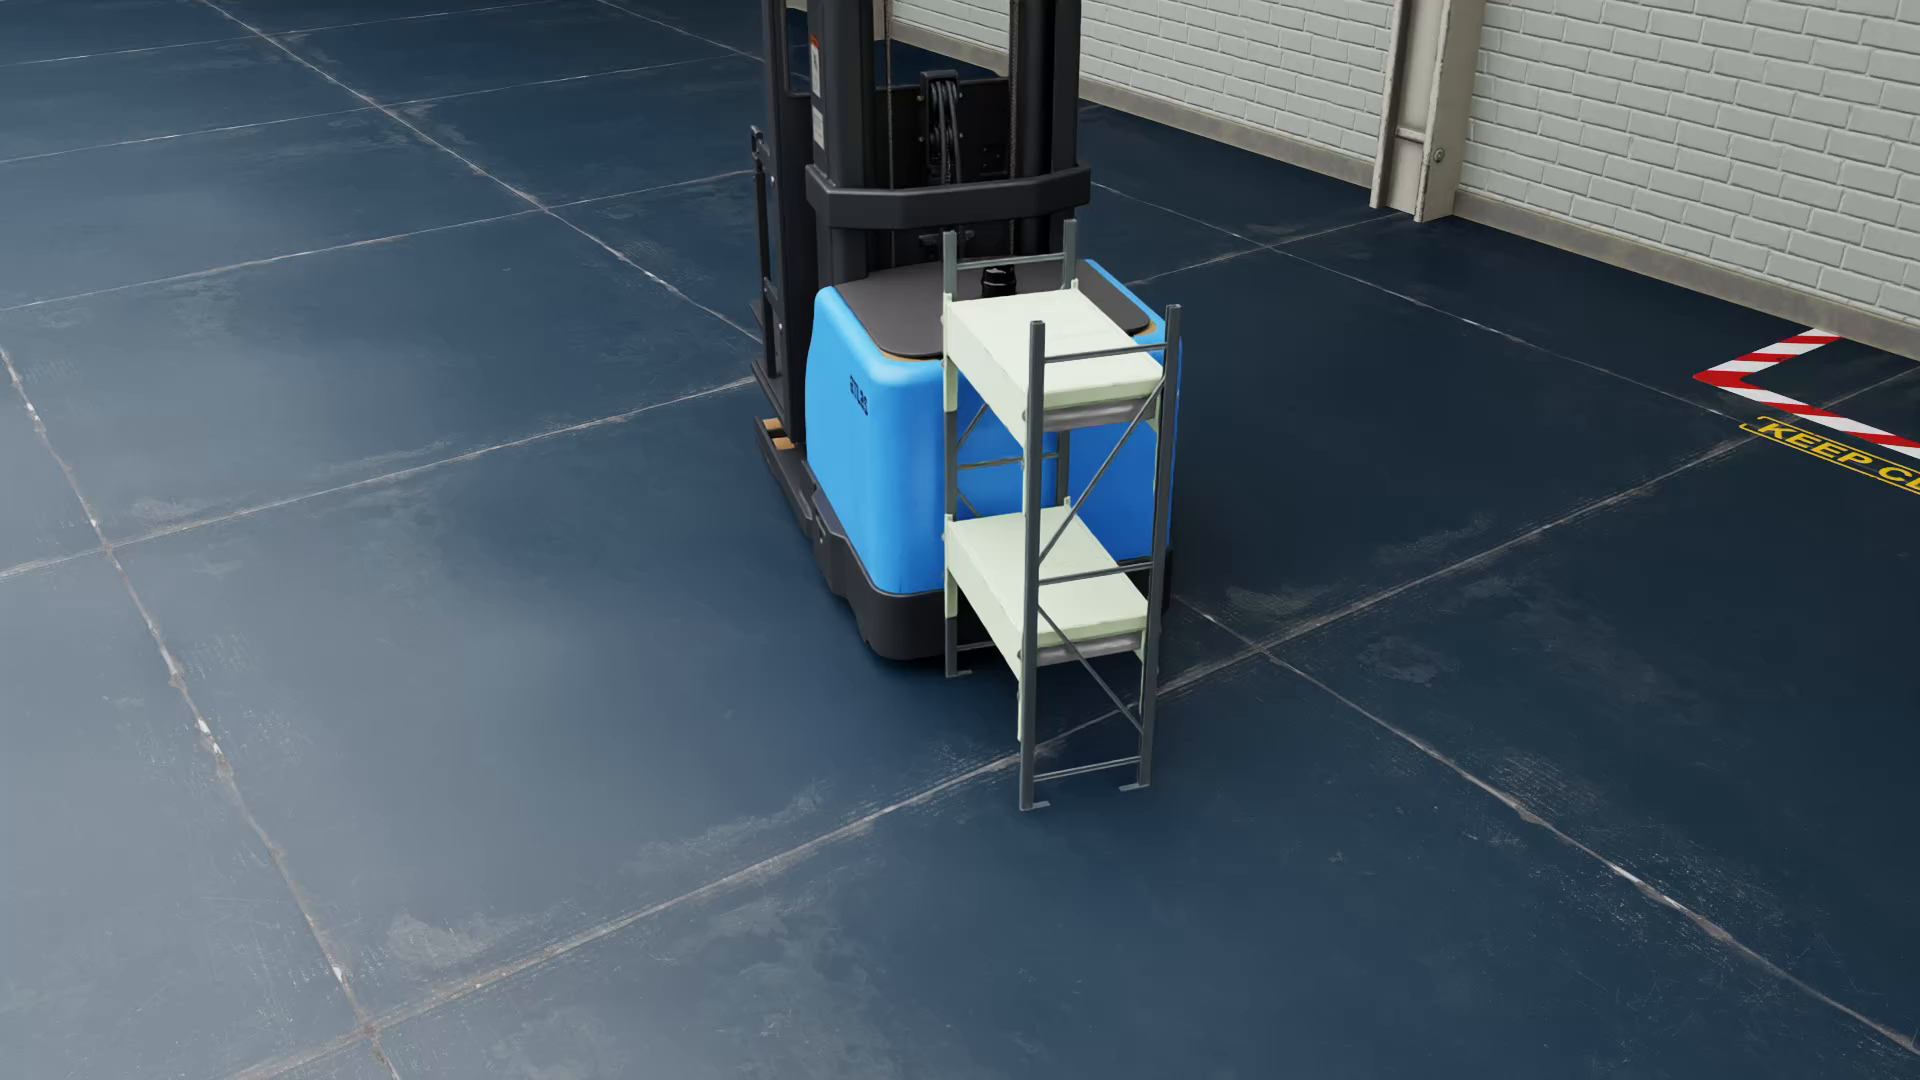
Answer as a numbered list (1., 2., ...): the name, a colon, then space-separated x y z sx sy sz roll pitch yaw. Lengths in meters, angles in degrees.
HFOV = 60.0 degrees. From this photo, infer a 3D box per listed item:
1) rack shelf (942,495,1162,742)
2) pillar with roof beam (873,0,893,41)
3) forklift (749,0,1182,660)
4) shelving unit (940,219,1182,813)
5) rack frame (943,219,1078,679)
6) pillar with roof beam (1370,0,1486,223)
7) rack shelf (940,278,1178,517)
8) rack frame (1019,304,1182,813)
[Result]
1. rack shelf: 0.255 0.215 4.965 0.431 0.370 0.720 -9 30 -15
2. pillar with roof beam: -4.309 -7.053 9.808 9.100 9.000 0.400 -19 34 -31
3. forklift: -0.212 -1.587 6.101 1.130 2.935 3.031 -9 30 -15
4. shelving unit: 0.255 -0.072 4.810 0.431 1.500 0.755 -9 30 -15
5. rack frame: 0.145 -0.239 5.116 0.400 1.500 0.023 -9 30 -15
6. pillar with roof beam: -0.828 -4.720 5.513 9.100 9.000 0.400 -19 34 -31
7. rack shelf: 0.256 -0.414 4.623 0.431 0.370 0.720 -9 30 -15
8. rack frame: 0.366 0.095 4.503 0.400 1.500 0.023 -9 30 -15
